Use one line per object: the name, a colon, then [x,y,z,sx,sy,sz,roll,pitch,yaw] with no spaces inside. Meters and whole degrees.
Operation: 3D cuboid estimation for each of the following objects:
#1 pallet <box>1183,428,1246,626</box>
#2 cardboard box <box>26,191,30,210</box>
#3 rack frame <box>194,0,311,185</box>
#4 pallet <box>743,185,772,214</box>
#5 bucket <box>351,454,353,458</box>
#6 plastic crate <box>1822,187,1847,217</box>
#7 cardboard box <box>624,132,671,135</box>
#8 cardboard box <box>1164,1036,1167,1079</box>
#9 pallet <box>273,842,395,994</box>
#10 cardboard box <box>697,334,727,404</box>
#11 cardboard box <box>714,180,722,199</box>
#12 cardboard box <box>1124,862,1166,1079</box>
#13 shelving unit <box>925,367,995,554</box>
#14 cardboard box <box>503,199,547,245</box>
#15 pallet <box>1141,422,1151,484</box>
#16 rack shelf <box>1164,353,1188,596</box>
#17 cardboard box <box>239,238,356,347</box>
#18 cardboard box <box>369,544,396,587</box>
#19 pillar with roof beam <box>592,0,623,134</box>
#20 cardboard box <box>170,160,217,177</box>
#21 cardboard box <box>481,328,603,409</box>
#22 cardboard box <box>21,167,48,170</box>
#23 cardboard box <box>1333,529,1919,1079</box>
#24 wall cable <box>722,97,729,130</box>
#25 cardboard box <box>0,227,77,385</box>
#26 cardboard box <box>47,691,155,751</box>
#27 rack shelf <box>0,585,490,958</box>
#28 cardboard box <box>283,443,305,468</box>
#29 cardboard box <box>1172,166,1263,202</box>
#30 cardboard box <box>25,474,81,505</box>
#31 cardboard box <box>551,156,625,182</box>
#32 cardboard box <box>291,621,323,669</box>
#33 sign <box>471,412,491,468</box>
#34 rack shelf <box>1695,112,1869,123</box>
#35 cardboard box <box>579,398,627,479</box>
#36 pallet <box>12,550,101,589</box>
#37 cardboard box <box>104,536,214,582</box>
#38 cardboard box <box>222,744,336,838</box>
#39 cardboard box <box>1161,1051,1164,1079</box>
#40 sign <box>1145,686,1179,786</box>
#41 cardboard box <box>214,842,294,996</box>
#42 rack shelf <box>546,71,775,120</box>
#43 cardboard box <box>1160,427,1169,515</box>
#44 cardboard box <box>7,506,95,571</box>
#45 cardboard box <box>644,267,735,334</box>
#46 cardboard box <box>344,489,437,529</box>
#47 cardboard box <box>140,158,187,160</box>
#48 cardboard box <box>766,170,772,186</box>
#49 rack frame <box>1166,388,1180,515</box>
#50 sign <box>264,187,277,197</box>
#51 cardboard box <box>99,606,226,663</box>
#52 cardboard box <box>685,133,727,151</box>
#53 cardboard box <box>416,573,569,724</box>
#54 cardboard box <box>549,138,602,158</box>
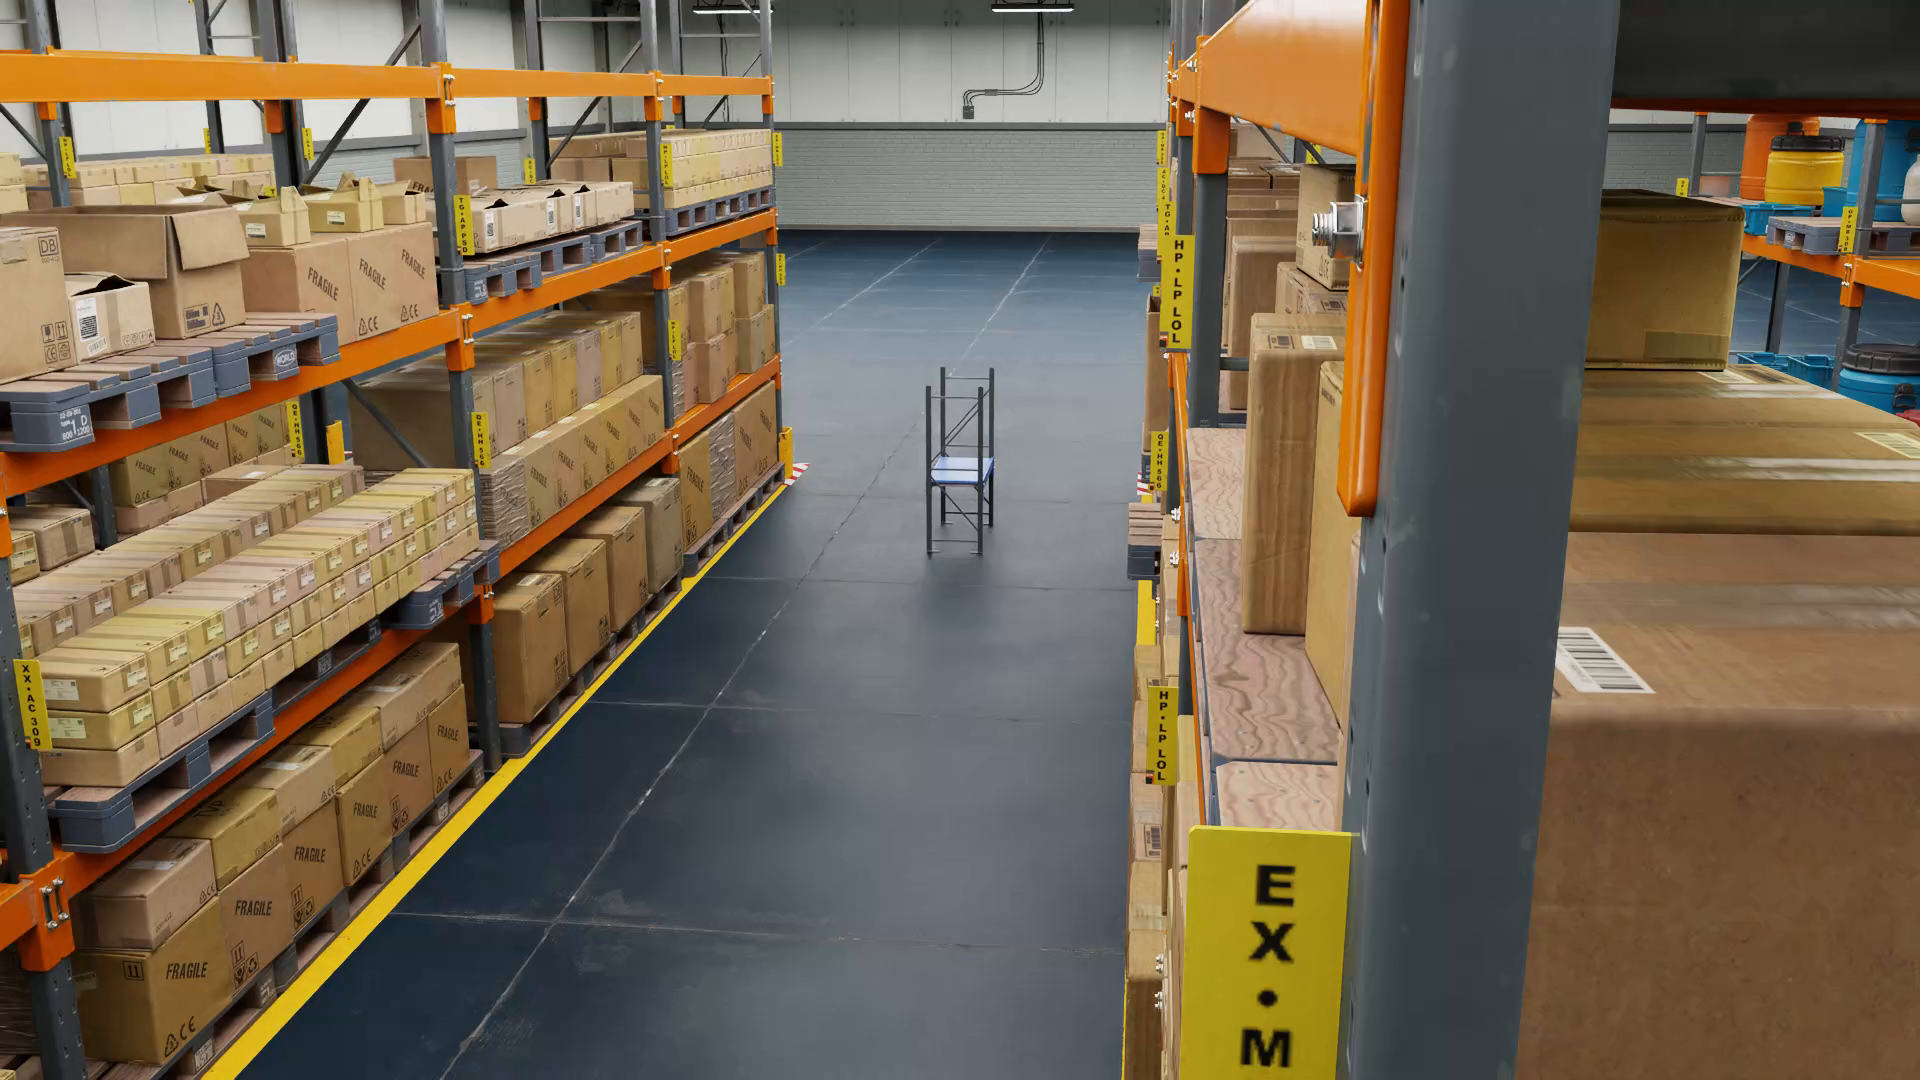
pallet: [1.070,-0.048,4.105,1.003,0.211,1.213,2,15,6]
cardboard box: [-7.989,-2.864,14.065,0.500,0.250,0.500,2,15,6]
rack frame: [-7.320,-5.155,17.075,1.000,3.000,0.127,2,15,6]
pallet: [-2.464,-3.352,16.323,1.003,0.211,1.213,2,15,6]
bucket: [-5.117,-0.359,14.190,0.726,0.611,0.620,7,27,25]
plastic crate: [7.532,-2.758,13.988,0.392,0.384,0.575,2,15,6]
cardboard box: [-2.889,-3.695,15.381,0.380,0.149,0.250,2,15,6]
cardboard box: [0.750,1.470,4.549,0.380,0.149,0.250,2,15,8]
pallet: [-3.523,1.800,8.190,1.003,0.211,1.213,2,15,6]
cardboard box: [-2.594,-1.550,14.950,0.875,0.550,0.550,2,15,6]
cardboard box: [-2.321,-3.095,14.686,0.380,0.149,0.250,2,15,6]
cardboard box: [1.225,1.801,6.107,1.225,0.875,0.875,2,15,6]
shelving unit: [0.010,-0.746,15.136,0.538,1.500,1.048,2,15,6]
cardboard box: [-2.936,-2.002,10.454,0.500,0.250,0.500,2,15,8]
pallet: [1.844,-0.643,12.250,1.003,0.211,1.213,2,15,6]
rack shelf: [1.398,-0.474,6.889,1.077,0.370,4.000,2,15,6]
cardboard box: [-3.209,-1.146,7.802,0.500,0.500,0.500,2,15,6]
cardboard box: [-3.011,0.119,8.171,0.380,0.149,0.250,2,15,6]
pillar with roof beam: [-5.564,-12.800,45.349,9.100,9.000,0.548,2,15,6]
cardboard box: [-7.205,-3.476,15.564,0.380,0.149,0.250,2,15,8]
cardboard box: [-3.005,-1.240,11.980,0.700,0.500,0.500,2,15,7]
cardboard box: [-8.000,-3.092,14.144,0.380,0.149,0.250,1,15,5]
cardboard box: [0.727,0.299,1.464,0.700,0.500,0.500,1,15,3]
wall cable: [-8.195,-12.153,48.904,3.097,2.526,0.112,2,15,6]
cardboard box: [-3.592,-0.821,5.798,0.700,0.500,0.500,2,15,6]
cardboard box: [-3.243,0.659,6.173,0.380,0.149,0.250,2,15,7]
rack shelf: [-3.519,0.801,7.918,1.077,0.370,4.000,2,15,6]
cardboard box: [-7.147,-0.911,17.335,0.500,0.250,0.500,2,15,6]
cardboard box: [1.476,-1.894,9.613,0.500,0.500,0.500,2,15,6]
cardboard box: [-7.971,-0.620,14.824,0.500,0.500,0.500,1,15,5]
cardboard box: [-3.041,-3.007,13.601,0.500,0.250,0.500,2,15,6]
cardboard box: [-3.101,0.464,7.465,0.380,0.149,0.250,1,15,5]
sign: [-2.753,-0.572,9.552,0.100,0.325,0.005,2,15,6]
rack shelf: [7.222,-3.658,13.684,1.077,0.370,4.000,2,15,6]
cardboard box: [-2.749,-0.745,12.067,0.500,0.500,0.500,2,15,7]
pallet: [-7.858,0.326,13.638,1.003,0.211,1.213,2,15,6]
cardboard box: [-3.716,0.086,7.721,0.380,0.149,0.250,1,15,5]
cardboard box: [-3.279,1.161,7.759,0.500,0.250,0.500,2,15,8]
cardboard box: [1.019,2.137,4.867,0.875,0.875,0.875,2,15,6]
sign: [0.632,0.611,5.178,0.100,0.325,0.005,2,15,6]
cardboard box: [-3.339,1.656,7.365,0.500,0.500,0.500,2,15,9]
rack shelf: [-2.616,-3.976,14.861,1.077,0.370,4.000,2,15,6]
cardboard box: [1.609,-0.432,10.106,0.700,0.500,0.500,4,16,15]
cardboard box: [-7.828,-0.020,13.806,0.950,0.372,0.625,2,15,7]
cardboard box: [-2.570,-2.210,15.321,0.875,0.550,0.500,2,15,6]
cardboard box: [-2.953,-0.160,8.631,0.380,0.149,0.250,2,15,8]
cardboard box: [-7.700,-3.626,16.119,0.380,0.149,0.250,2,15,6]
cardboard box: [-2.091,-3.621,16.633,0.380,0.149,0.250,2,15,6]
rack frame: [1.624,0.108,9.105,1.000,3.000,0.127,2,15,6]
sign: [-3.844,-1.819,9.341,0.100,0.325,0.005,2,15,6]
cardboard box: [-3.186,0.377,6.648,0.380,0.149,0.250,2,15,7]
cardboard box: [-2.291,-3.544,14.820,0.380,0.149,0.250,2,15,6]
cardboard box: [-3.135,0.663,10.556,1.050,0.750,0.750,1,15,5]
cardboard box: [-3.117,-3.169,13.434,0.380,0.149,0.250,2,15,6]
